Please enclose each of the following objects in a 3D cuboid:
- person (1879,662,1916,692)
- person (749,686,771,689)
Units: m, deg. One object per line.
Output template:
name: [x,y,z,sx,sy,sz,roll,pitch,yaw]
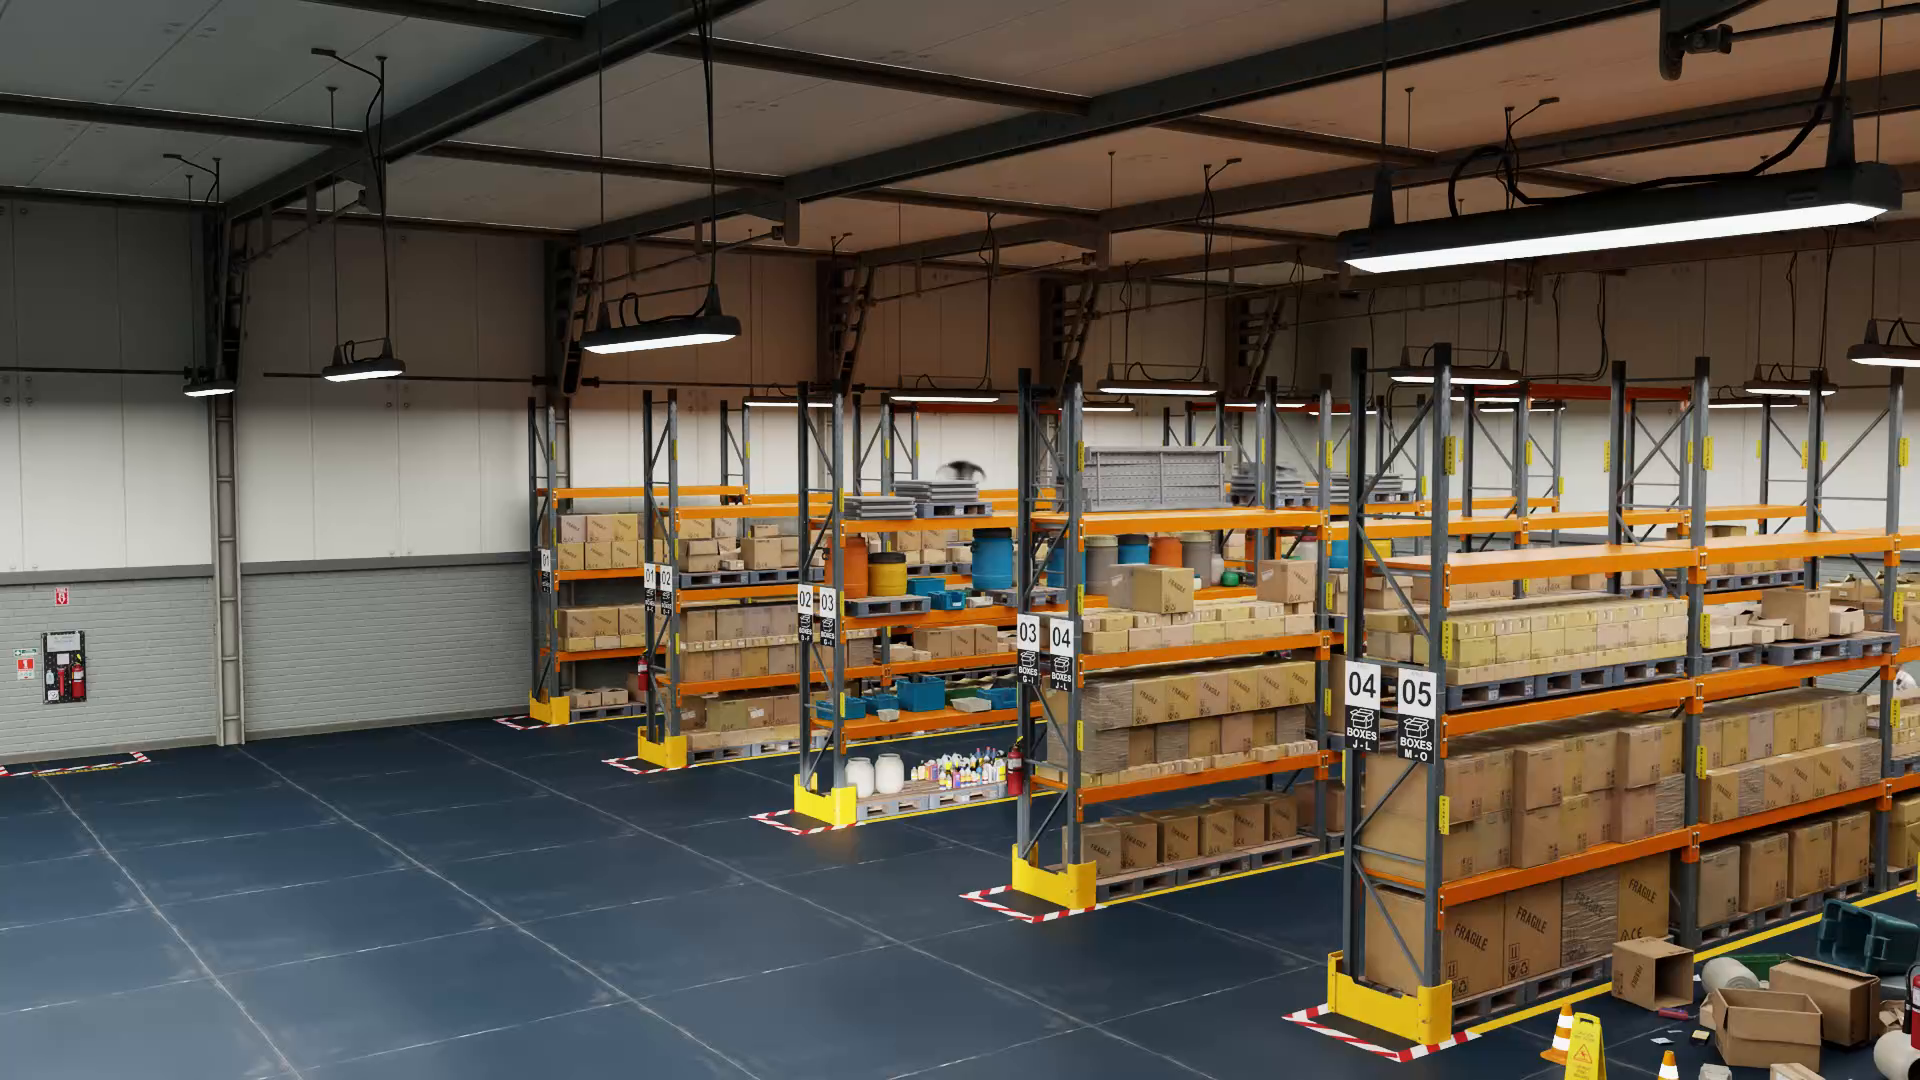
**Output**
person: [14.987,2.718,26.691,0.679,1.781,0.648,-3,4,-40]
person: [-3.660,2.553,30.475,0.761,1.597,0.572,-3,4,-38]
